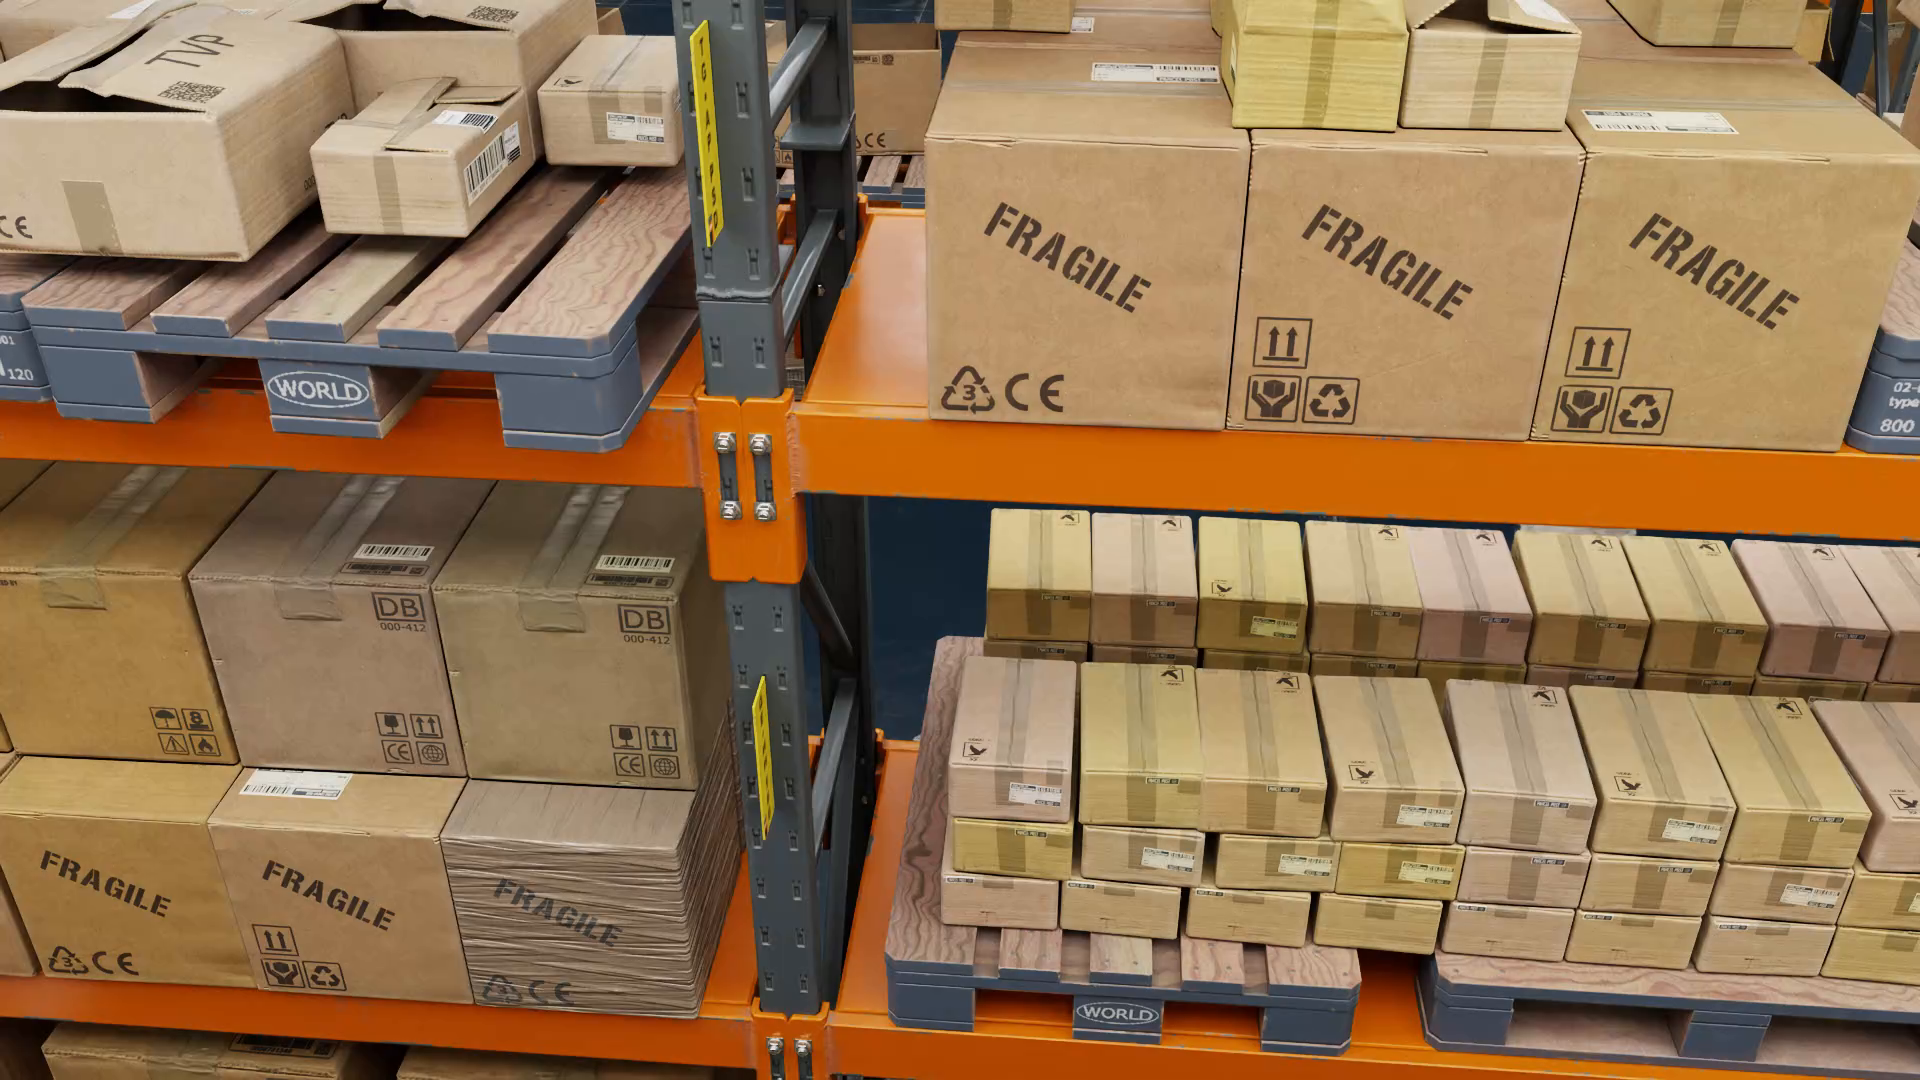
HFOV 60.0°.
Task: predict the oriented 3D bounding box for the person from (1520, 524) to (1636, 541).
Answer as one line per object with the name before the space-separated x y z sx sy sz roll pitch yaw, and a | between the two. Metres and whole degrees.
person | 2.174 0.104 5.922 0.581 1.767 0.610 -7 32 -11
